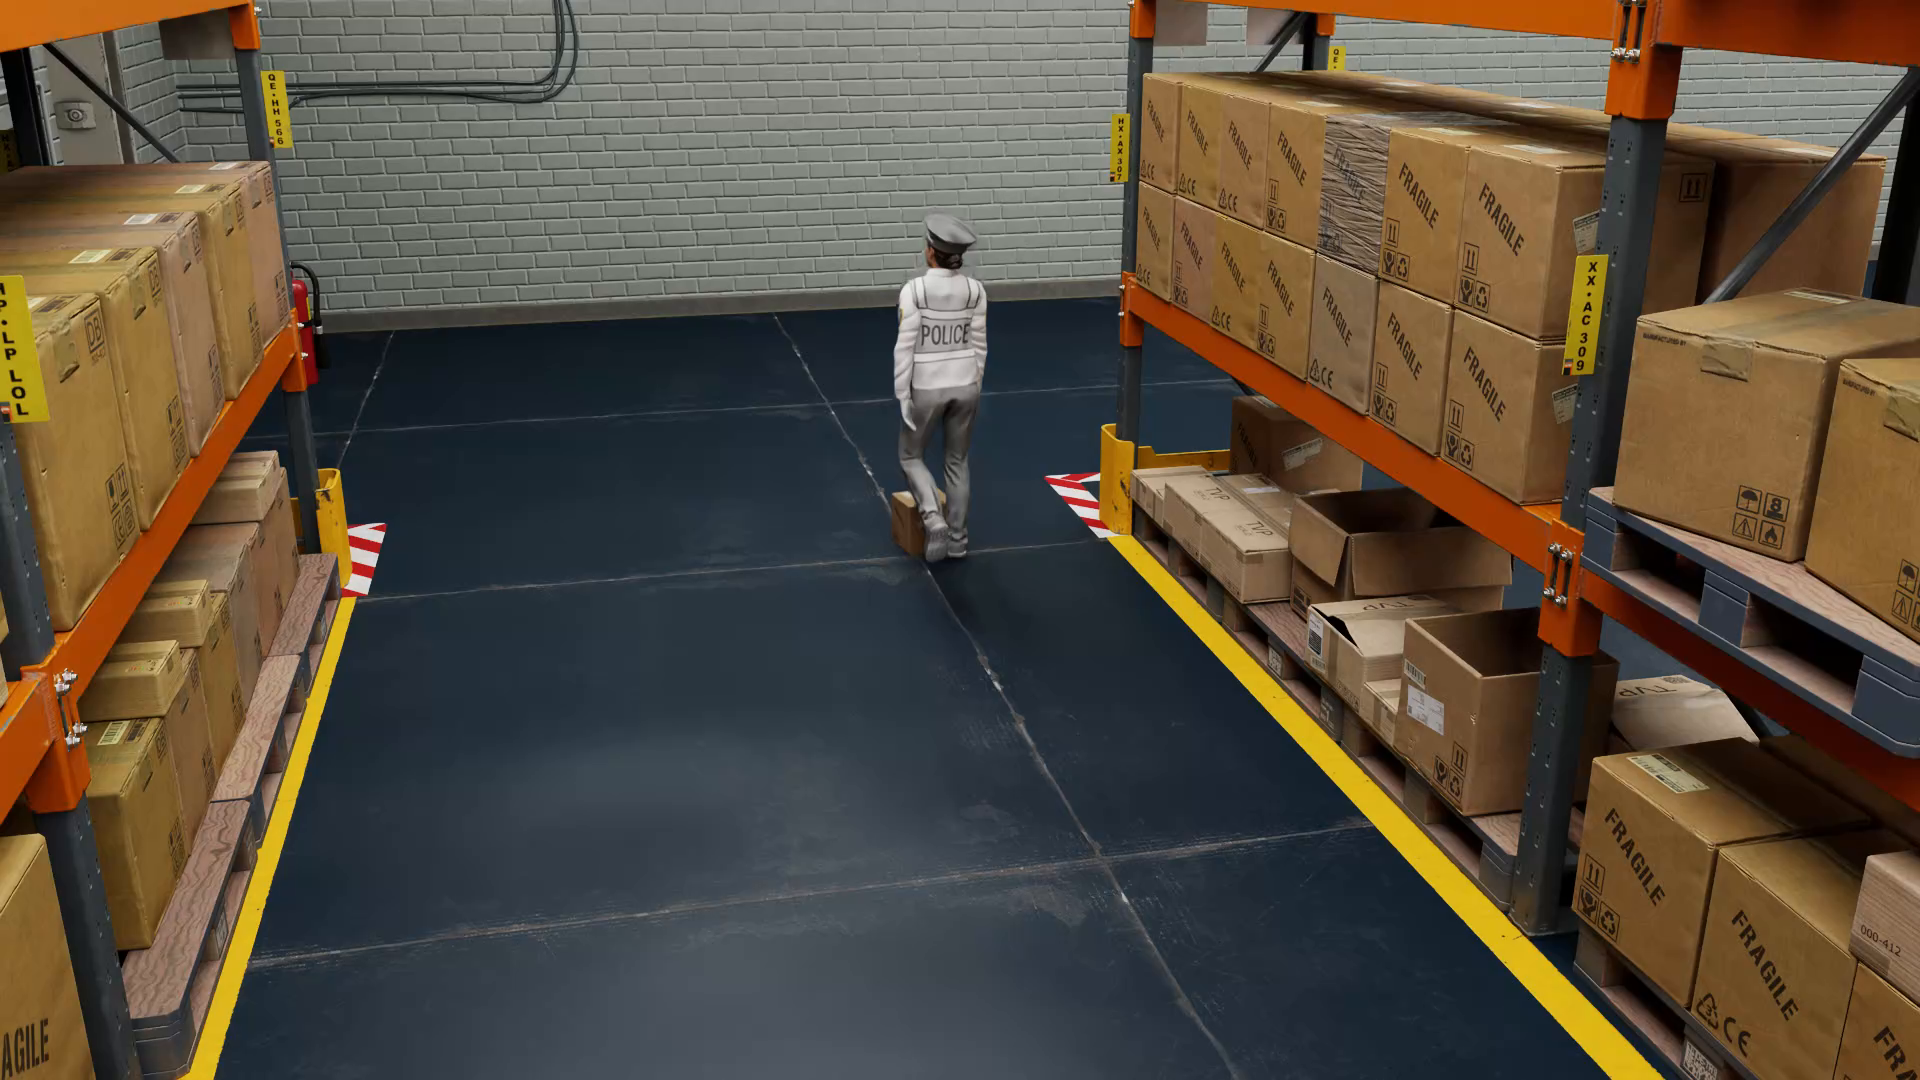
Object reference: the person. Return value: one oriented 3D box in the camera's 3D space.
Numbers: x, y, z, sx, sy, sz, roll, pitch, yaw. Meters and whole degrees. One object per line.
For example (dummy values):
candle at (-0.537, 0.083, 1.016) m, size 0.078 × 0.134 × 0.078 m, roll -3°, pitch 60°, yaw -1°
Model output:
person at (-0.093, -0.711, 7.946) m, size 0.486 × 1.675 × 0.465 m, roll -6°, pitch 21°, yaw -17°
